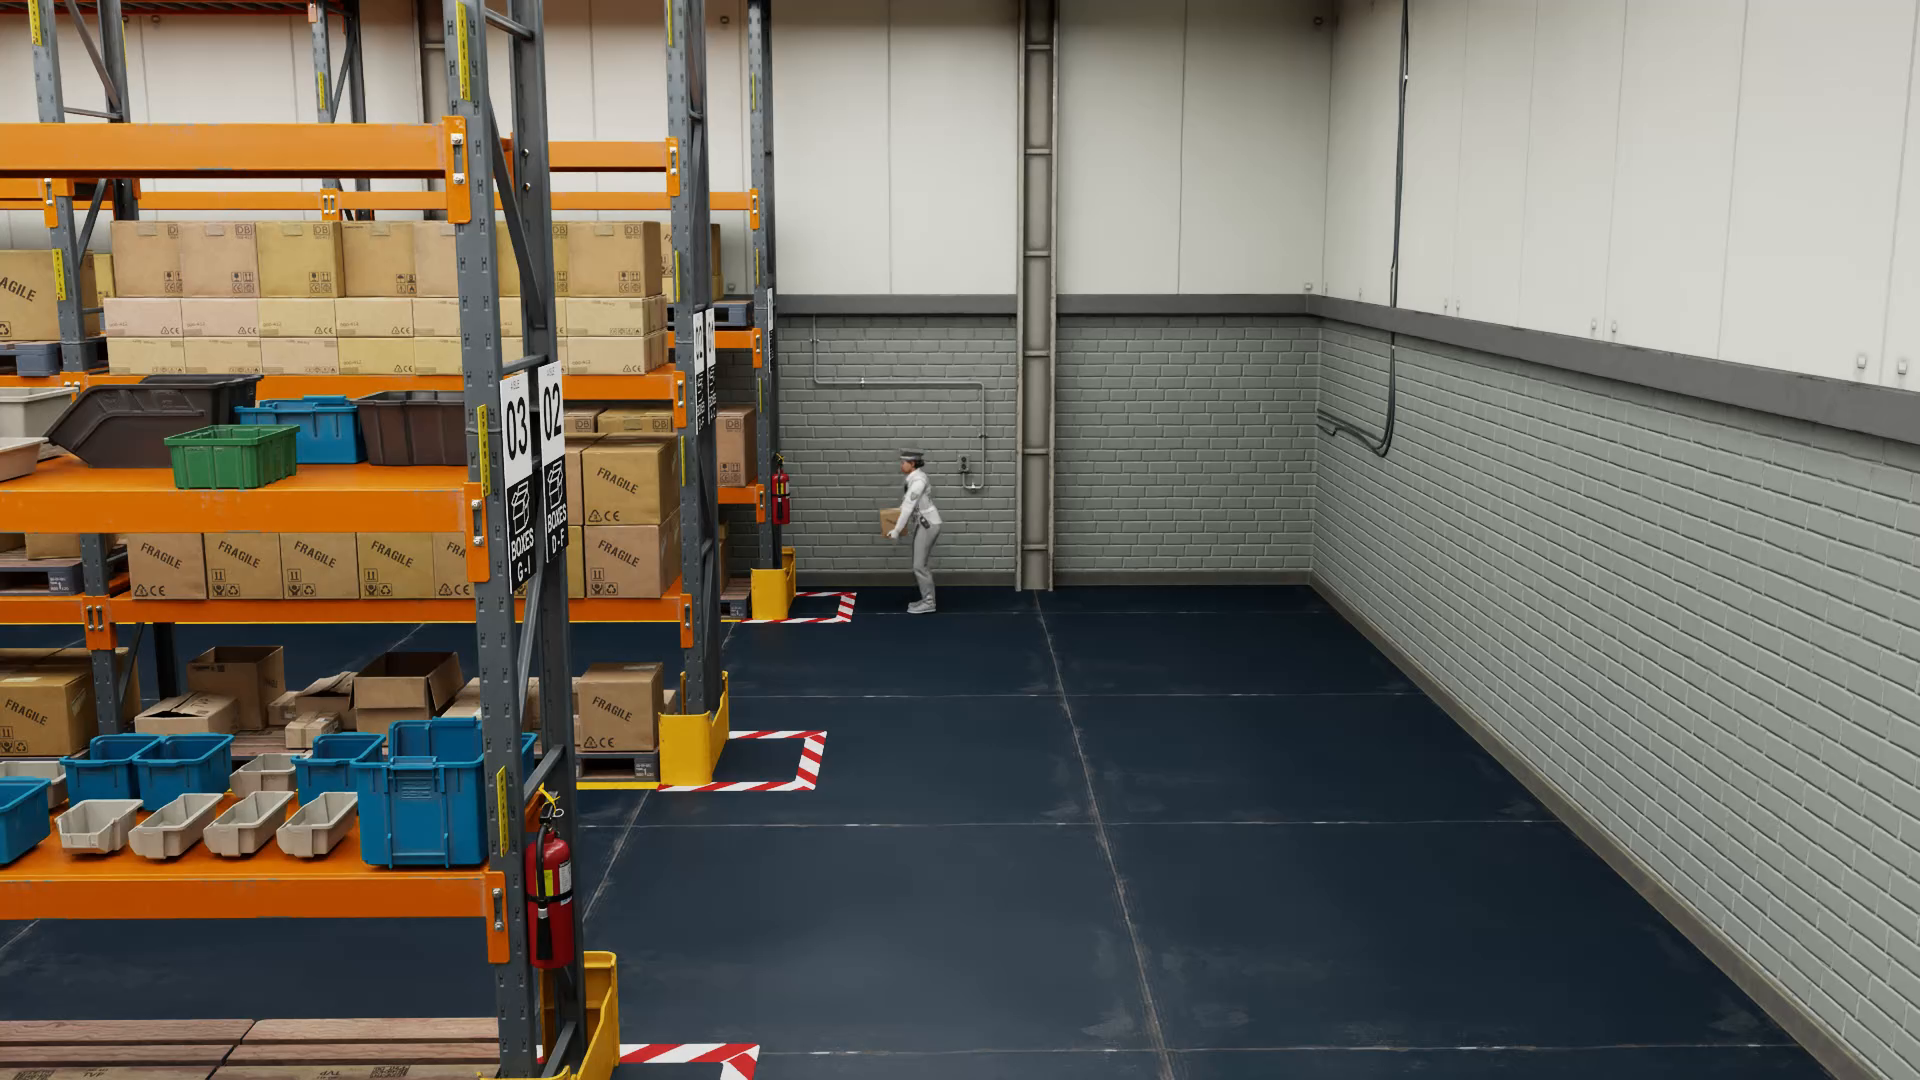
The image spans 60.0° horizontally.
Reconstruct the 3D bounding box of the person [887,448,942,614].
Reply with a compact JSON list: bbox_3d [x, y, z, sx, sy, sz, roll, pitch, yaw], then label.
[{"bbox_3d":[-0.452,-0.097,16.513,0.553,1.647,0.415,0,10,-2],"label":"person"}]
